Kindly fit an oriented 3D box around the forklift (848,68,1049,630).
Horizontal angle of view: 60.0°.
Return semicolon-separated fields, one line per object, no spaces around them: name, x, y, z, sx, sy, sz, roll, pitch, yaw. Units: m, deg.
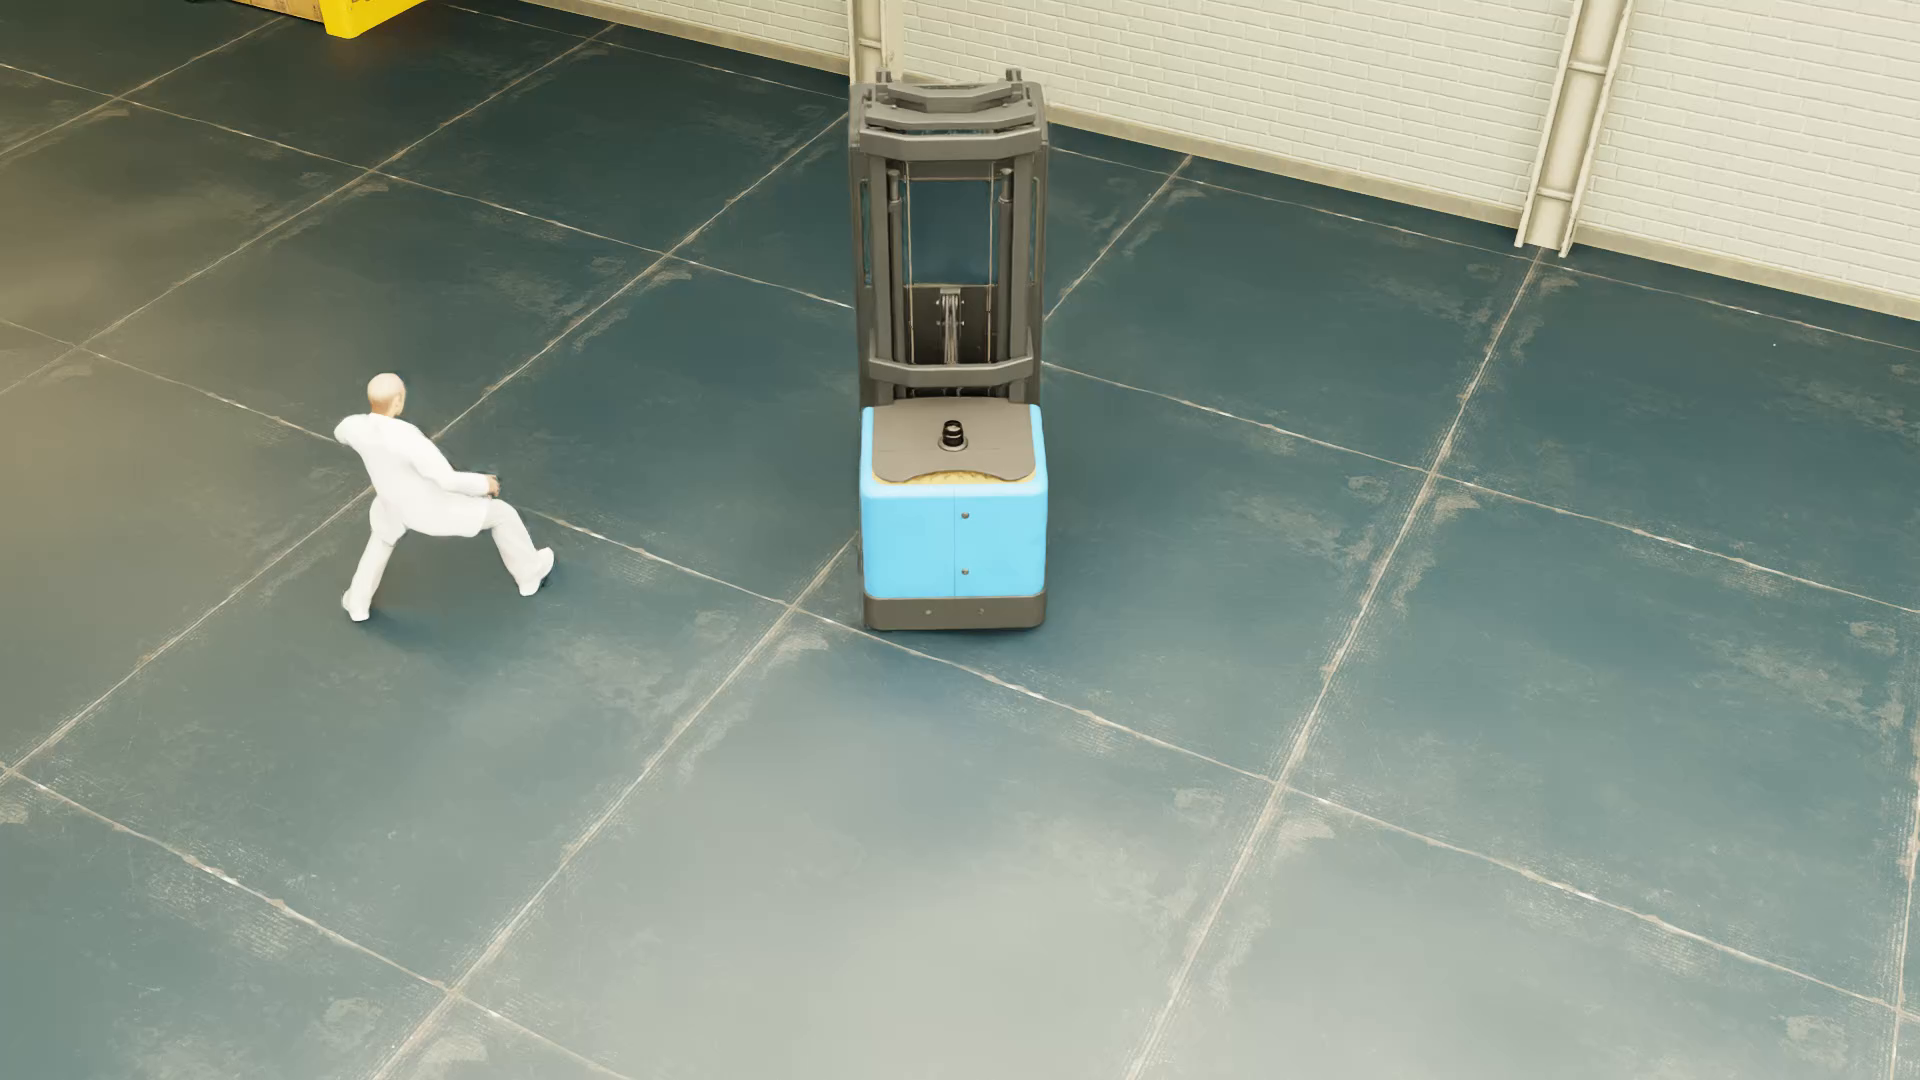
forklift;-0.069;-1.530;9.803;1.130;2.935;3.031;-1;40;-1

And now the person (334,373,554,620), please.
person;-3.058;-0.302;9.426;1.045;1.628;0.994;18;43;20
